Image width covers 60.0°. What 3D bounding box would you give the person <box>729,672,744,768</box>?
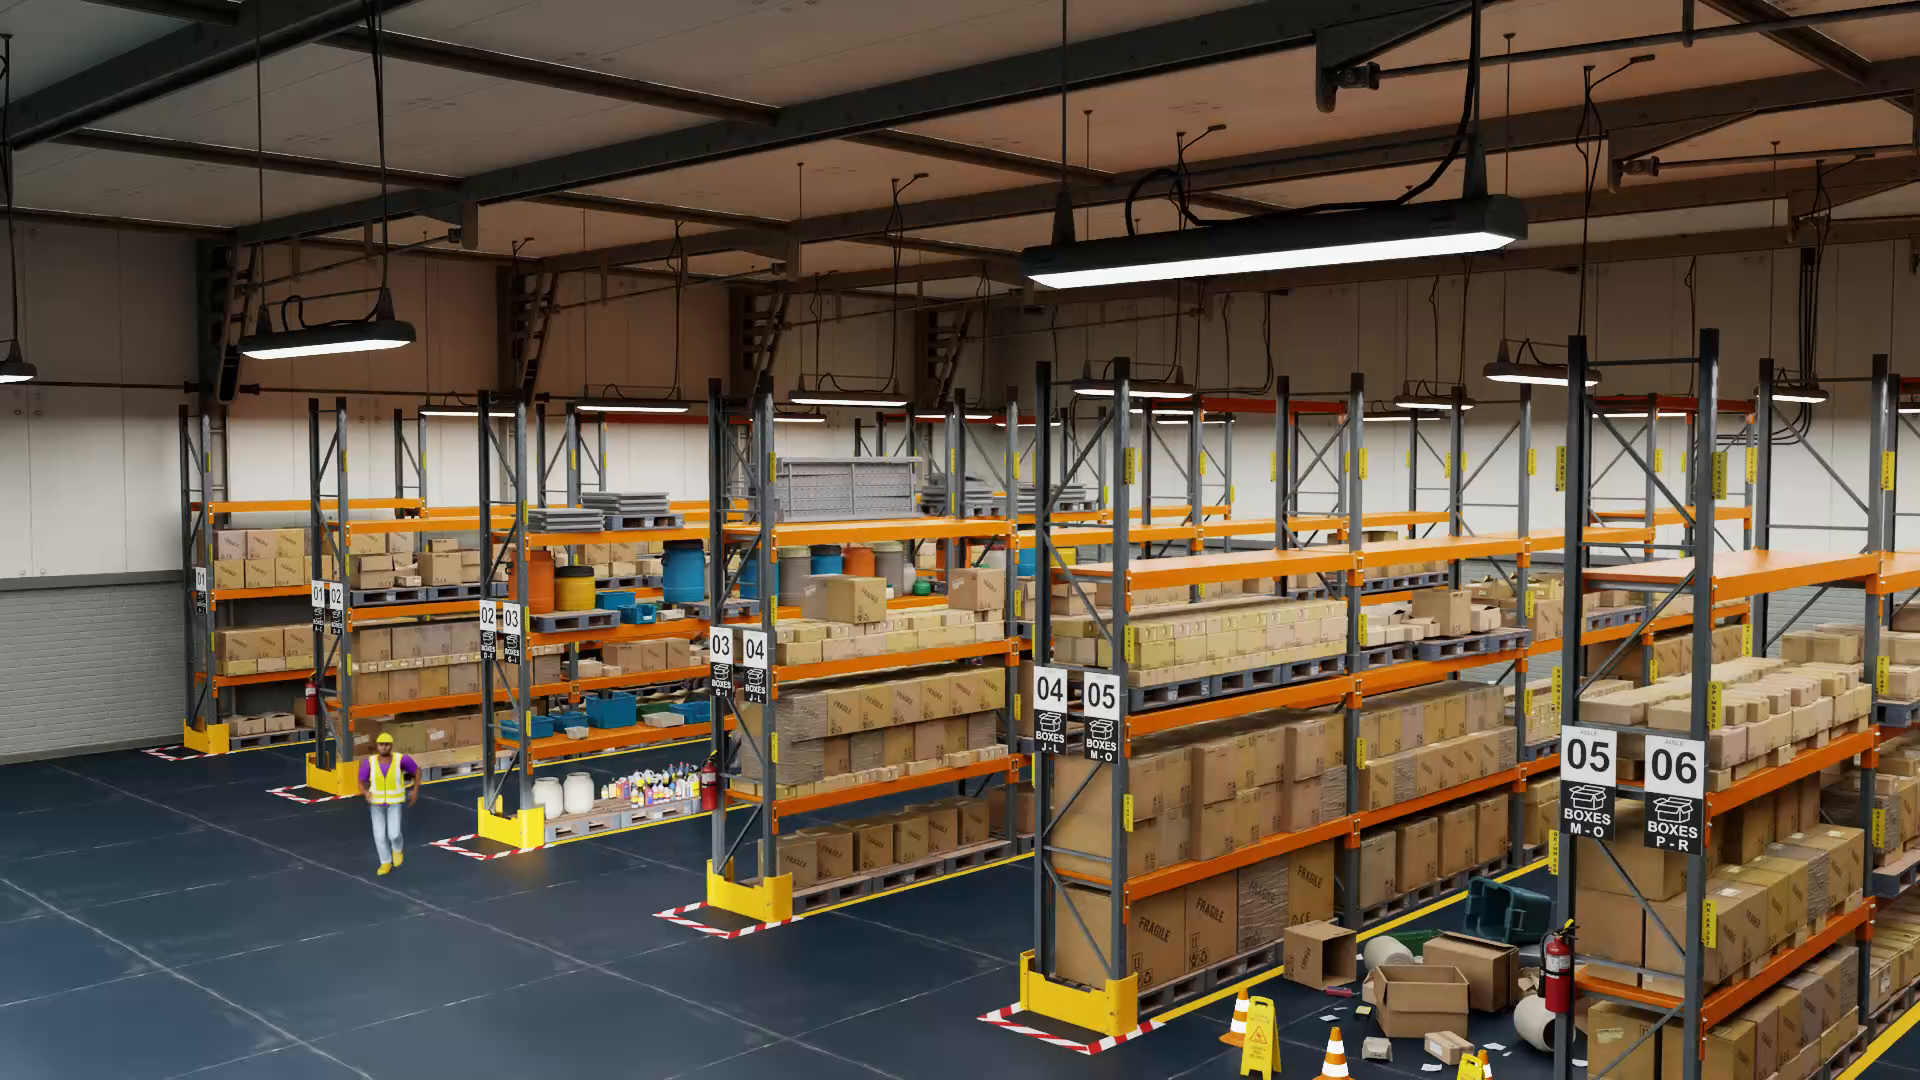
[{"bbox_3d":[-3.554,2.891,27.352,0.619,1.663,0.684,2,4,34],"label":"person"}]

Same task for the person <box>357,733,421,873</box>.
[{"bbox_3d":[-7.012,3.225,20.388,0.738,1.728,0.594,-1,3,-13],"label":"person"}]

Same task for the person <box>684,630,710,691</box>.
[{"bbox_3d":[-5.257,2.575,33.258,0.655,1.672,0.598,2,4,35],"label":"person"}]
